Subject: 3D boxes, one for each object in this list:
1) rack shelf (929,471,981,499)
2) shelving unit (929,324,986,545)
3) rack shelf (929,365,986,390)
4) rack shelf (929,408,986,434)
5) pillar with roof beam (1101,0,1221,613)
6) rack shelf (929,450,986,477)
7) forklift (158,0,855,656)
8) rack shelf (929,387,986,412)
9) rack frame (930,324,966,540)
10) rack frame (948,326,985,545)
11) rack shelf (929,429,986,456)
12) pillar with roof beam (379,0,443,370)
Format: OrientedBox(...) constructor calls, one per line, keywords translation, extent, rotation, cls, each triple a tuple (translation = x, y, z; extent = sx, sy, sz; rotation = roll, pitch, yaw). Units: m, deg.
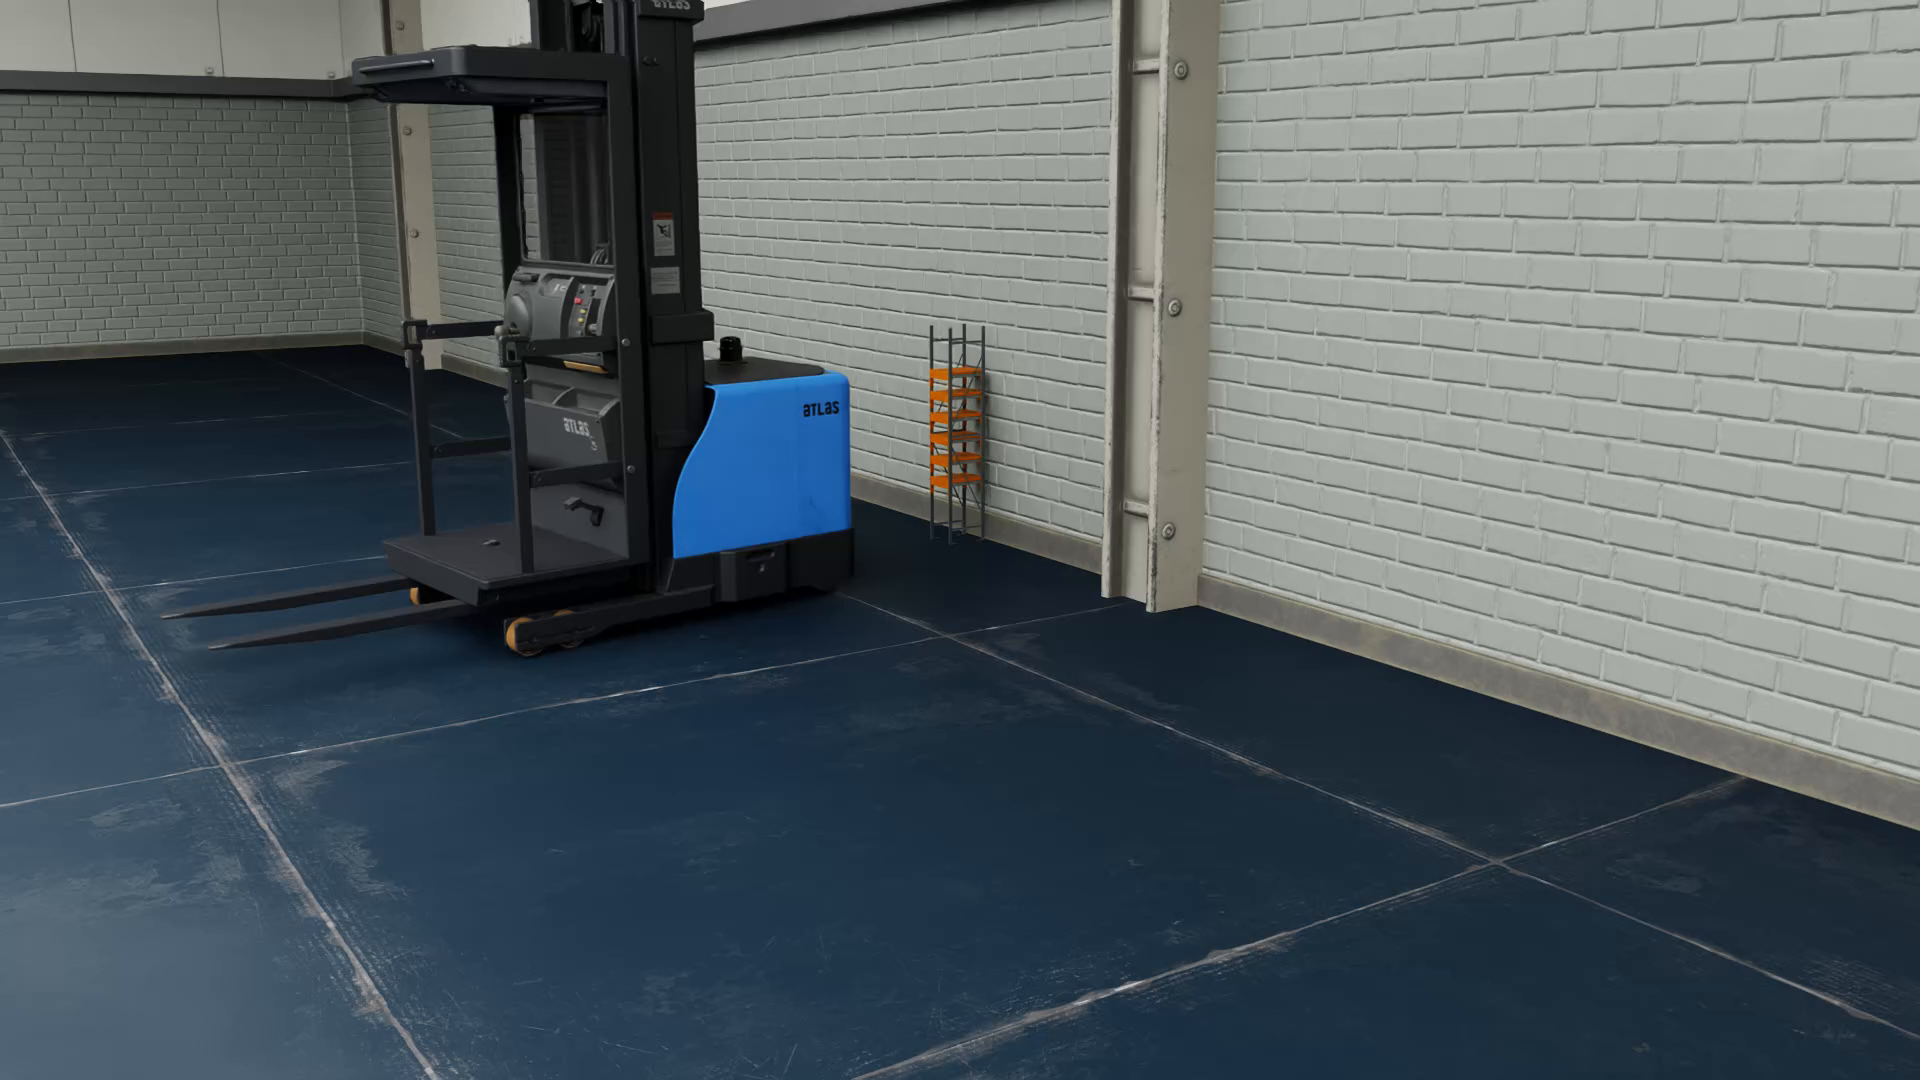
OrientedBox(translation=(-0.015, -0.309, 9.299), extent=(0.258, 0.103, 0.180), rotation=(-8, 15, -34), cls="rack shelf")
OrientedBox(translation=(-0.015, -0.587, 9.239), extent=(0.258, 1.200, 0.189), rotation=(-8, 15, -34), cls="shelving unit")
OrientedBox(translation=(-0.015, -0.896, 9.171), extent=(0.258, 0.103, 0.180), rotation=(-8, 15, -34), cls="rack shelf")
OrientedBox(translation=(-0.015, -0.661, 9.223), extent=(0.258, 0.103, 0.180), rotation=(-8, 15, -34), cls="rack shelf")
OrientedBox(translation=(-2.660, -3.598, 4.752), extent=(9.100, 9.000, 0.400), rotation=(-8, 15, -33), cls="pillar with roof beam")
OrientedBox(translation=(-0.015, -0.427, 9.274), extent=(0.258, 0.103, 0.180), rotation=(-8, 15, -34), cls="rack shelf")
OrientedBox(translation=(-1.965, -1.062, 7.355), extent=(3.031, 2.935, 1.130), rotation=(-10, 16, -40), cls="forklift")
OrientedBox(translation=(-0.015, -0.778, 9.197), extent=(0.258, 0.103, 0.180), rotation=(-8, 15, -34), cls="rack shelf")
OrientedBox(translation=(-0.067, -0.603, 9.312), extent=(0.240, 1.200, 0.006), rotation=(-8, 15, -34), cls="rack frame")
OrientedBox(translation=(0.038, -0.571, 9.165), extent=(0.240, 1.200, 0.006), rotation=(-8, 15, -34), cls="rack frame")
OrientedBox(translation=(-0.015, -0.544, 9.248), extent=(0.258, 0.103, 0.180), rotation=(-8, 15, -34), cls="rack shelf")
OrientedBox(translation=(-9.309, -5.732, 14.511), extent=(9.100, 9.000, 0.400), rotation=(-8, 15, -33), cls="pillar with roof beam")
